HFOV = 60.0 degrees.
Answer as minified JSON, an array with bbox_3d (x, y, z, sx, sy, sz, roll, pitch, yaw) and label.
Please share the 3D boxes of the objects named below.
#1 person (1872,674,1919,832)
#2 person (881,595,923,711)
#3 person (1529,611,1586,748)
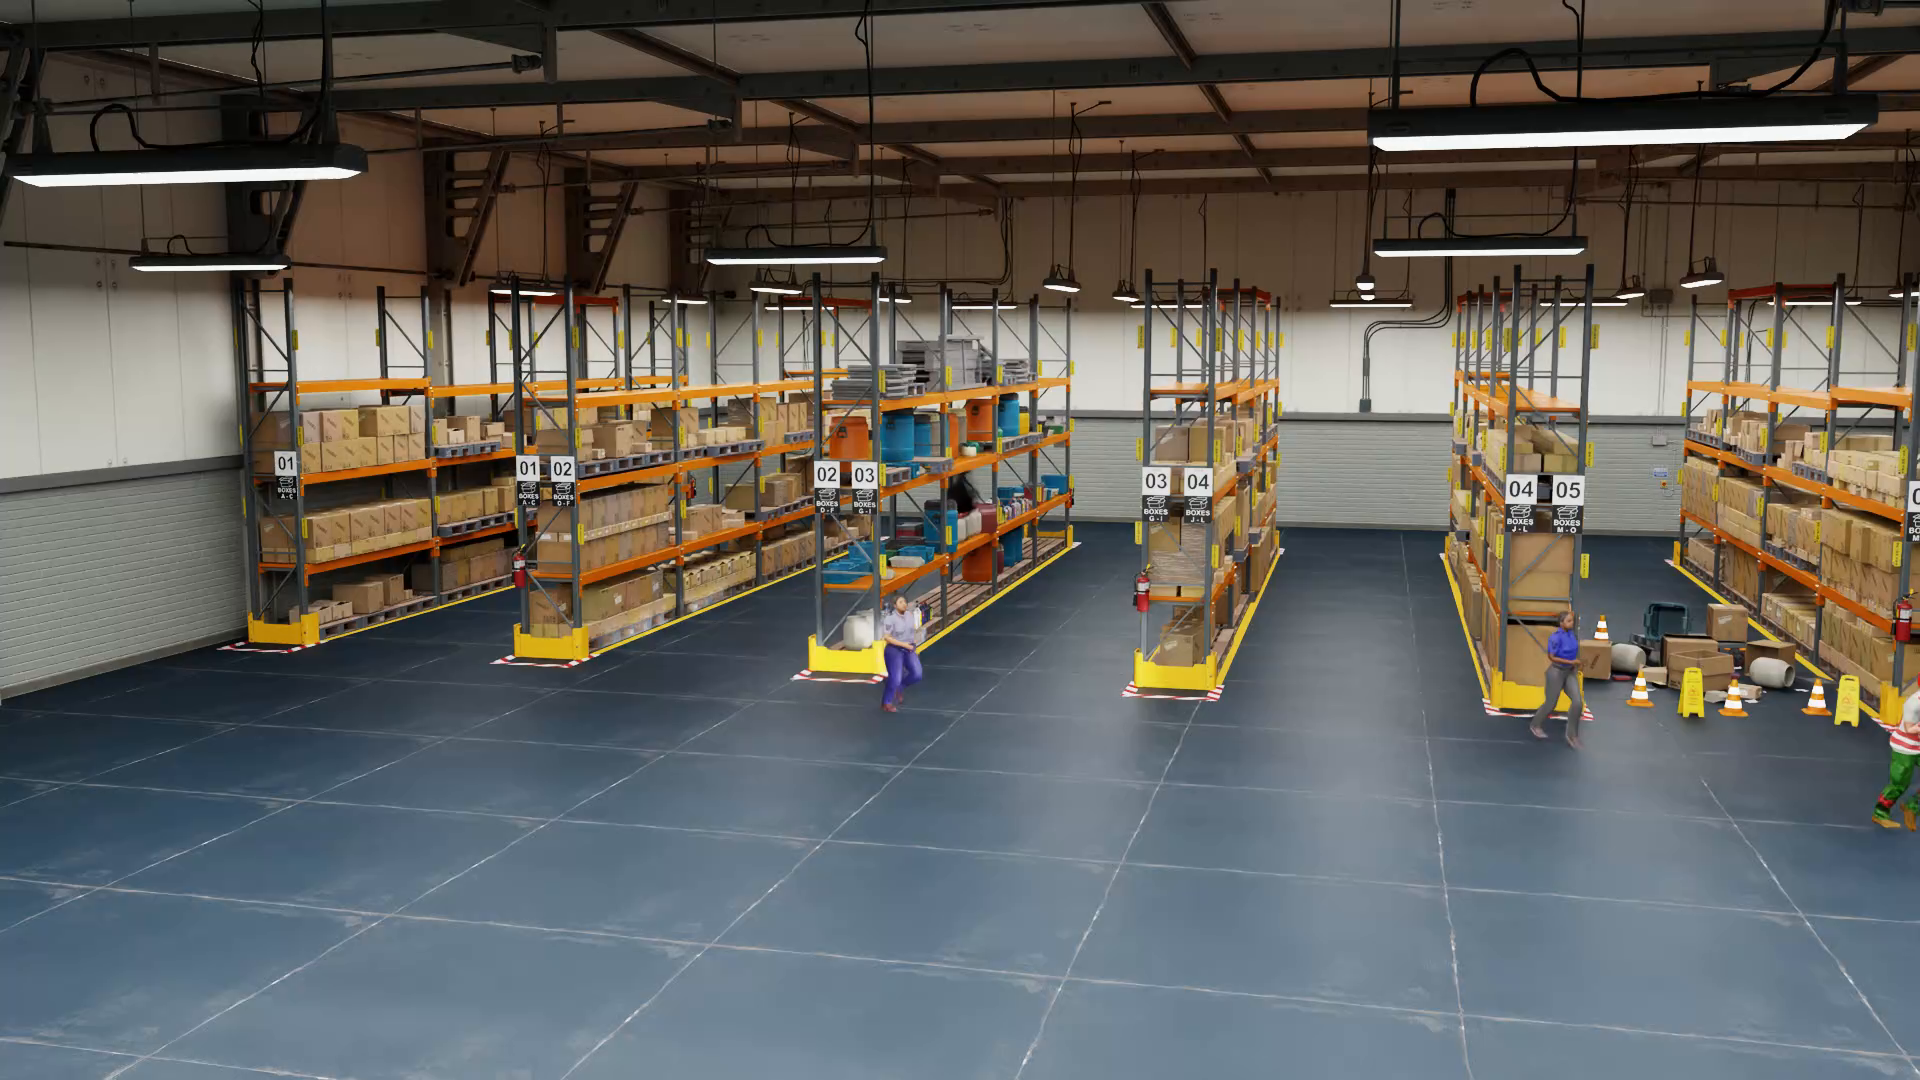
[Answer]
[{"bbox_3d":[9.619,2.117,16.735,0.628,1.716,0.828,-3,8,-26],"label":"person"},{"bbox_3d":[-0.772,1.533,22.435,0.634,1.594,0.669,-6,9,-40],"label":"person"},{"bbox_3d":[7.457,1.739,20.632,0.590,1.723,0.777,-4,8,-30],"label":"person"}]
